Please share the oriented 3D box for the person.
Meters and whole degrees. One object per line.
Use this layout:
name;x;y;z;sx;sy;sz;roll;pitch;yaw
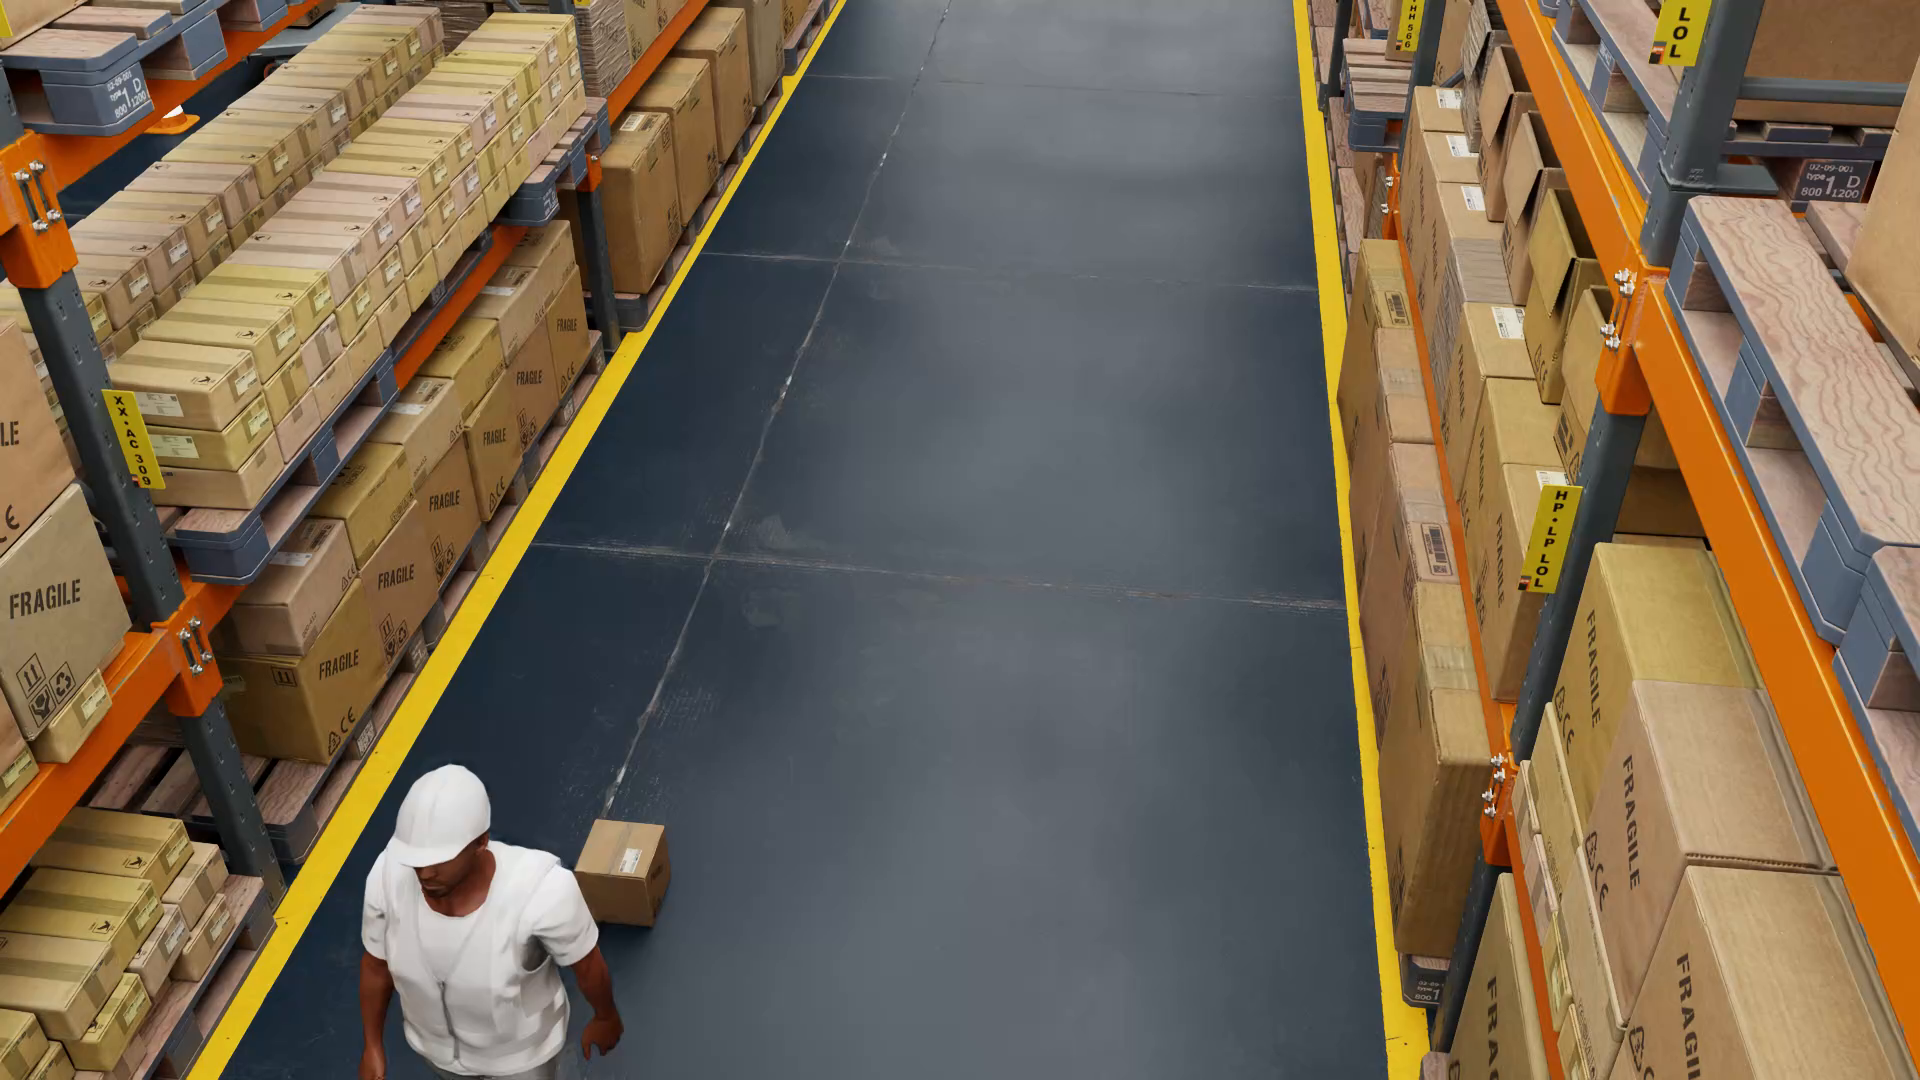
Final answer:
person;-1.236;1.333;4.309;0.601;1.819;0.701;9;37;12
